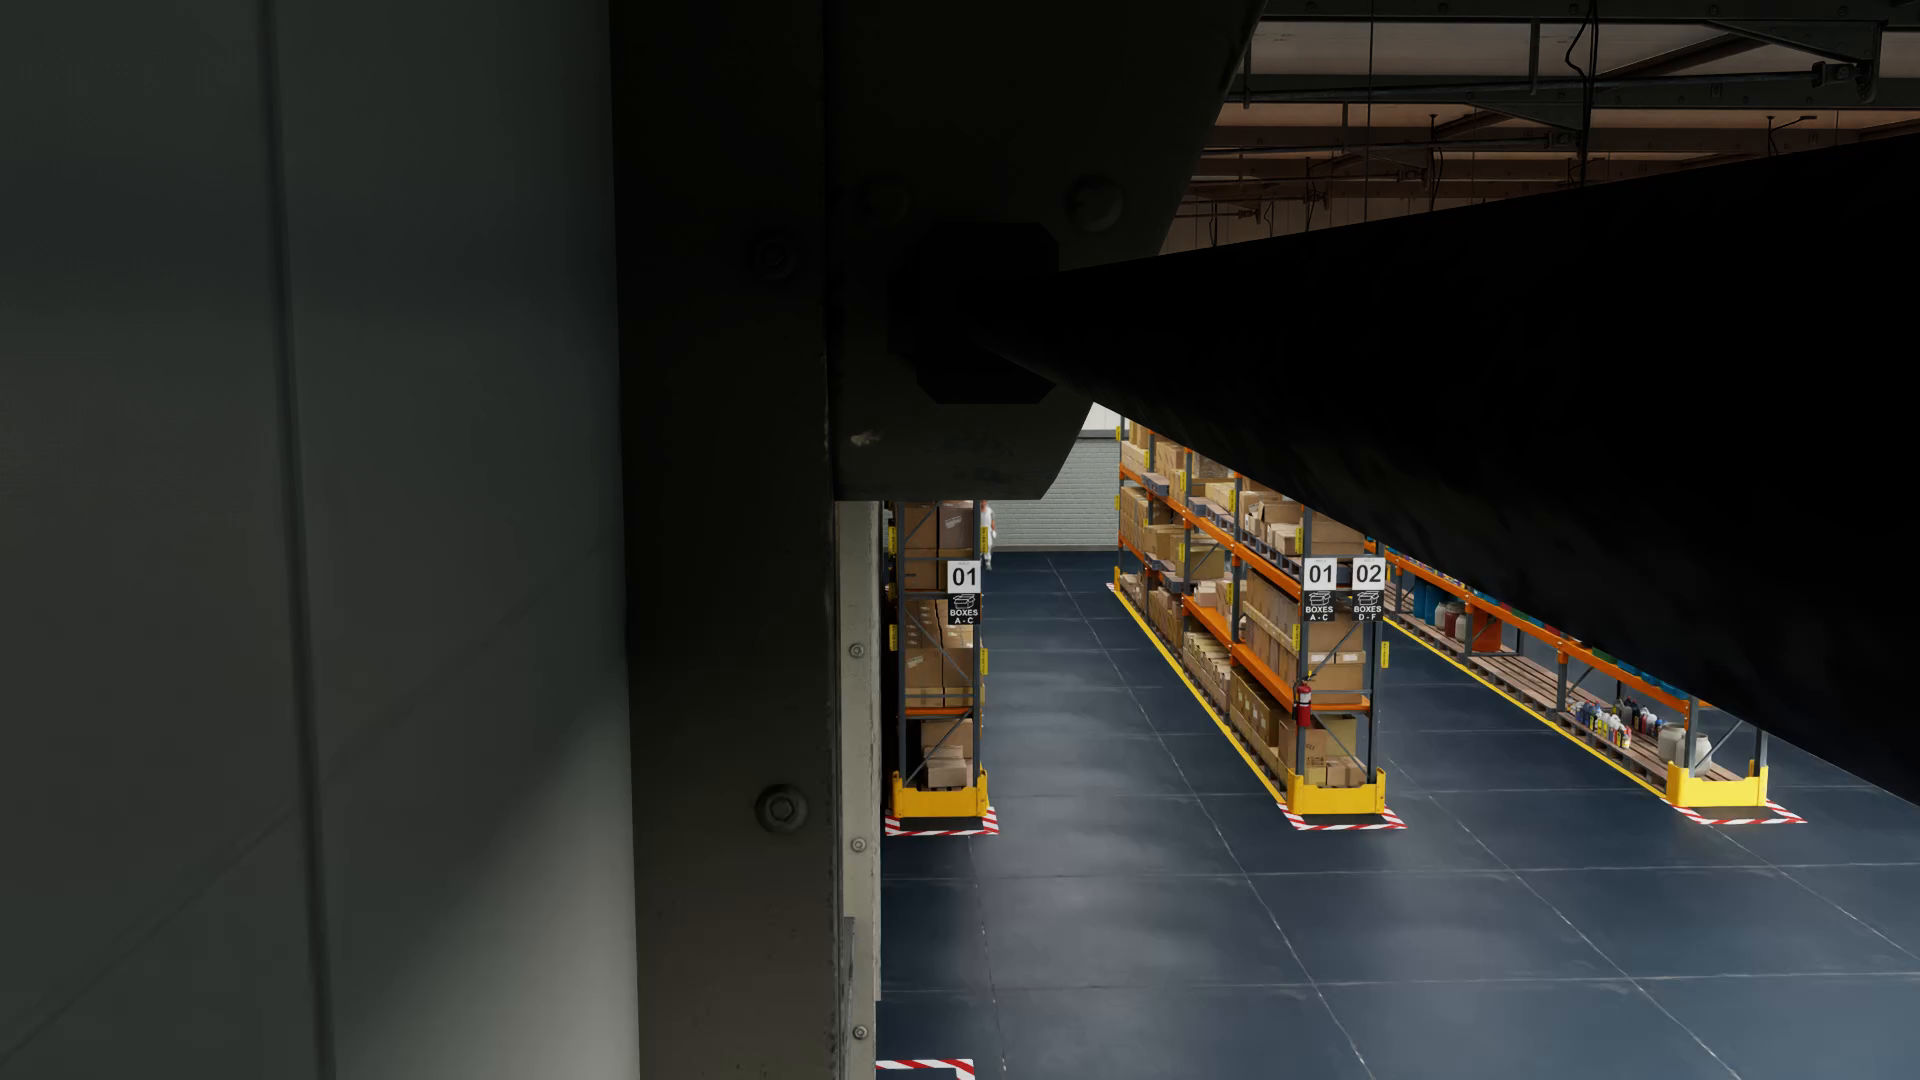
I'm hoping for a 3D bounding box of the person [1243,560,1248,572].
[{"bbox_3d":[6.807,-0.071,38.341,0.619,1.766,0.577,3,9,18],"label":"person"}]

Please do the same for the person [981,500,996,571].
[{"bbox_3d":[0.558,-0.172,39.152,0.621,1.731,1.098,-1,8,-6],"label":"person"}]
